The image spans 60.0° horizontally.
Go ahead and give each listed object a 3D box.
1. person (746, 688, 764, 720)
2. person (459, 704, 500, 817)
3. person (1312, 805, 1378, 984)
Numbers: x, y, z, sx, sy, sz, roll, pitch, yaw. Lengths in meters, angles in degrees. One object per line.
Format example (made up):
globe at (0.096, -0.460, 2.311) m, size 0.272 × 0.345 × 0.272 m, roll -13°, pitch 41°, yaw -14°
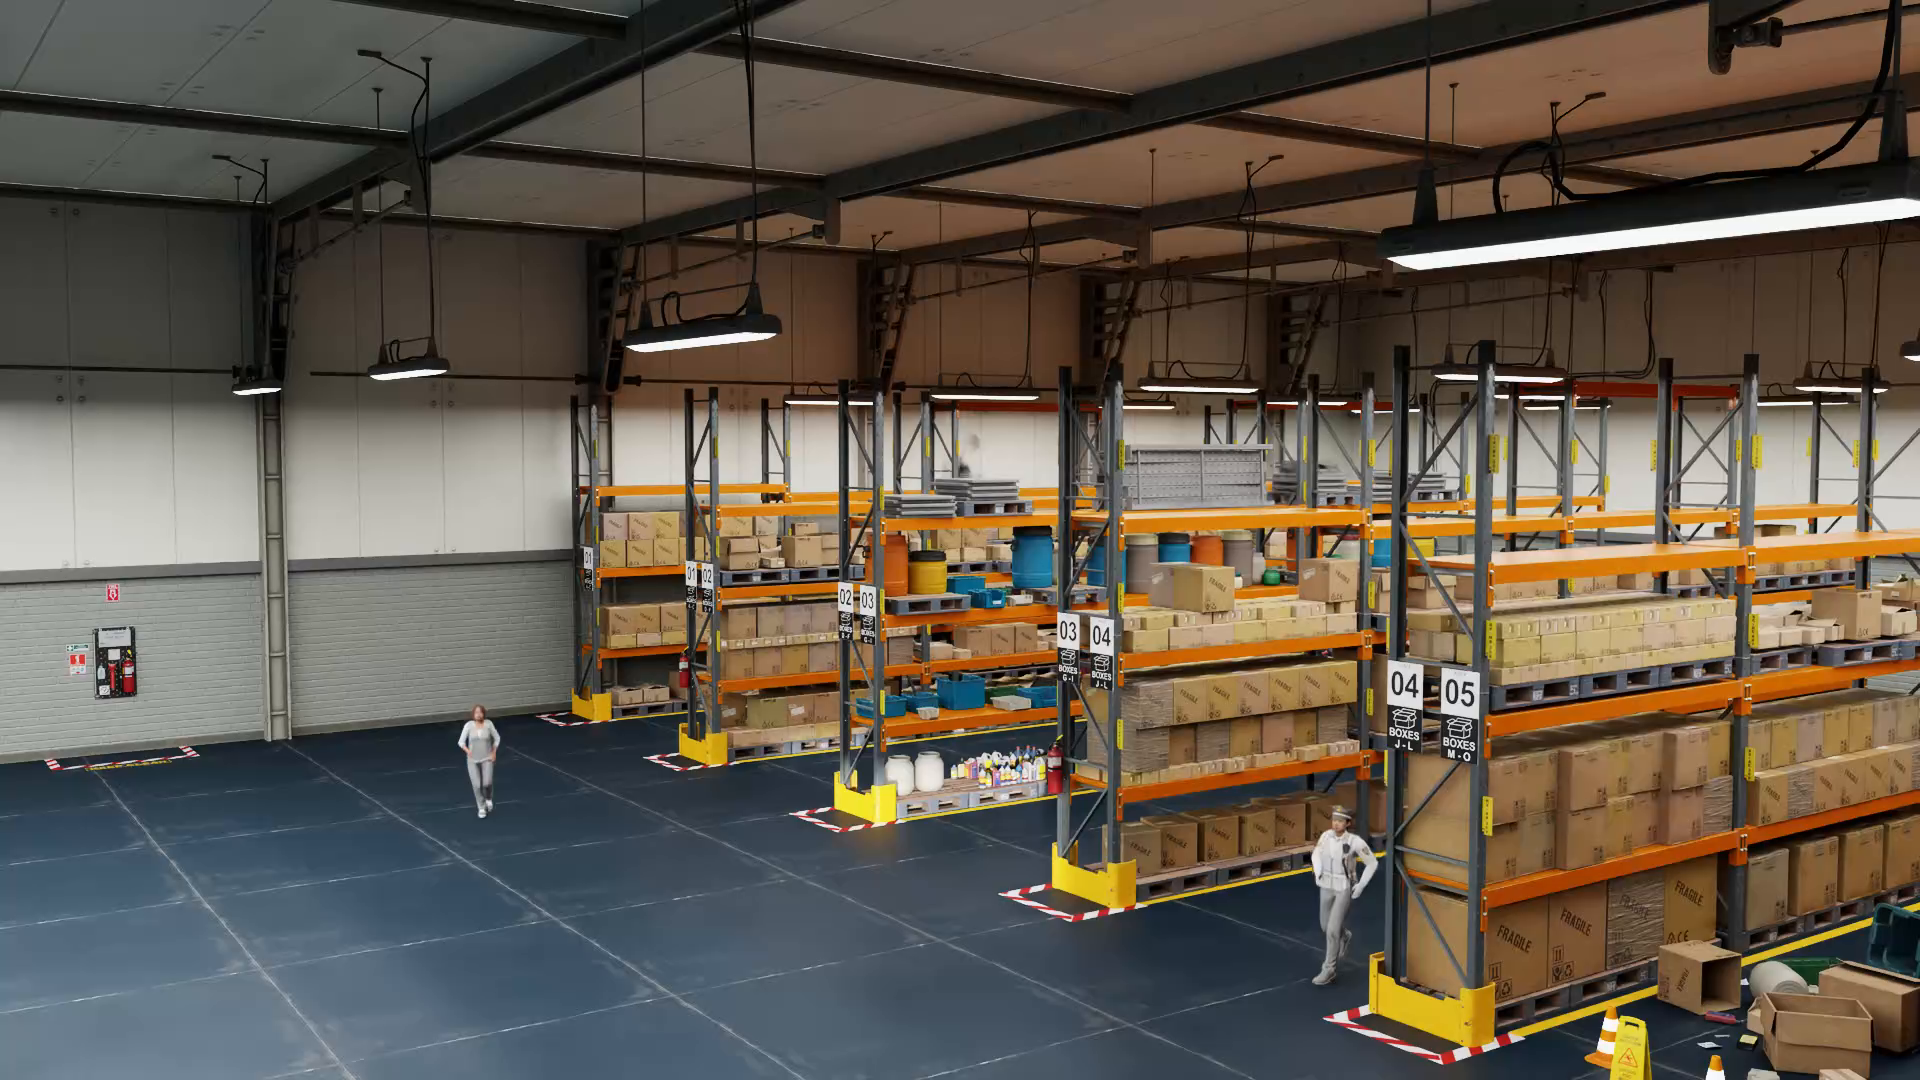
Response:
person at (-3.564, 2.597, 29.573) m, size 0.865 × 1.551 × 0.575 m, roll -3°, pitch 5°, yaw -43°
person at (-6.545, 3.015, 22.646) m, size 0.540 × 1.561 × 0.511 m, roll -1°, pitch 4°, yaw -14°
person at (3.681, 3.374, 16.012) m, size 0.671 × 1.704 × 0.802 m, roll 3°, pitch 5°, yaw 42°
